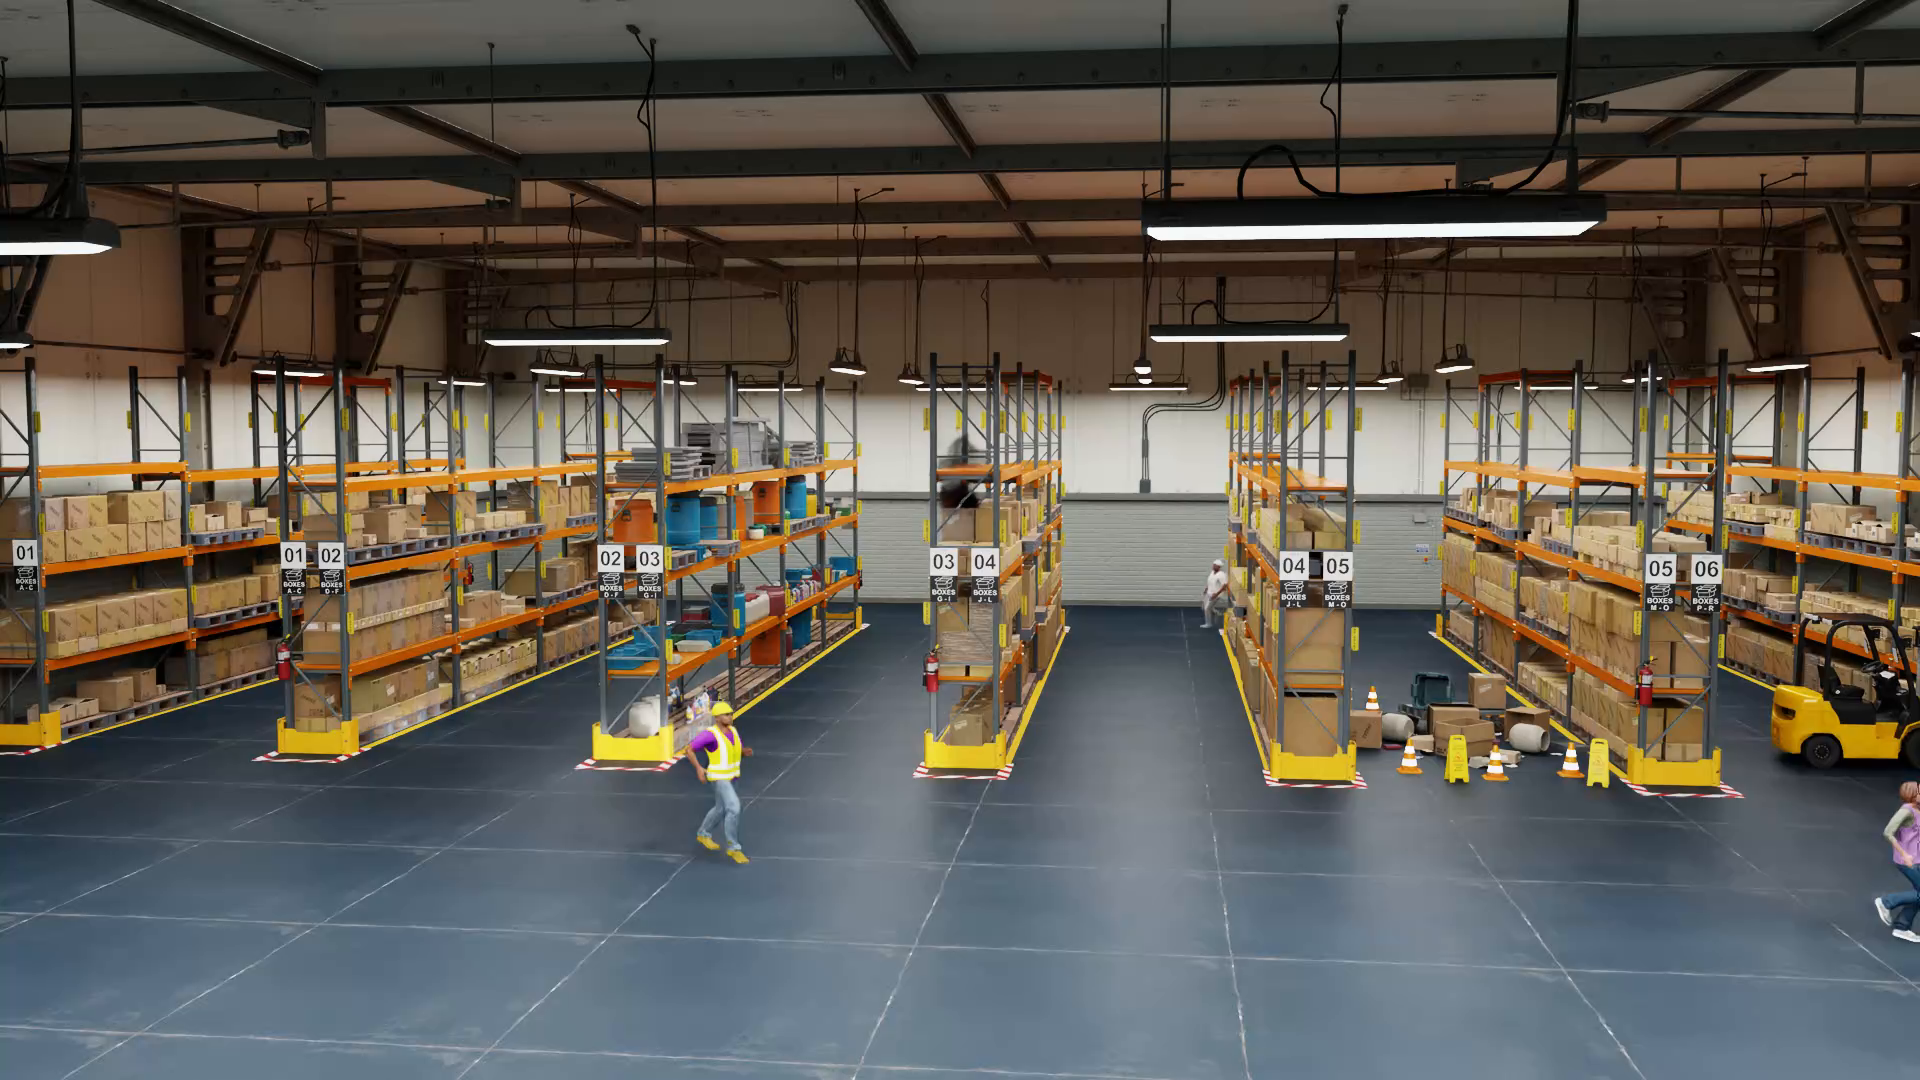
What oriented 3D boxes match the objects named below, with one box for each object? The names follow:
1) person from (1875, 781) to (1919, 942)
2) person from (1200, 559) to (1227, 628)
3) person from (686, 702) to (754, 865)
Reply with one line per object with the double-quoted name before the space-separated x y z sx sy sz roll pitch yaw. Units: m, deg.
"person" 9.163 3.099 16.032 0.504 1.556 0.543 -4 5 -42
"person" 6.184 1.310 40.273 0.561 1.693 0.736 -2 4 -22
"person" -2.721 2.762 19.064 0.820 1.821 0.677 2 4 25
